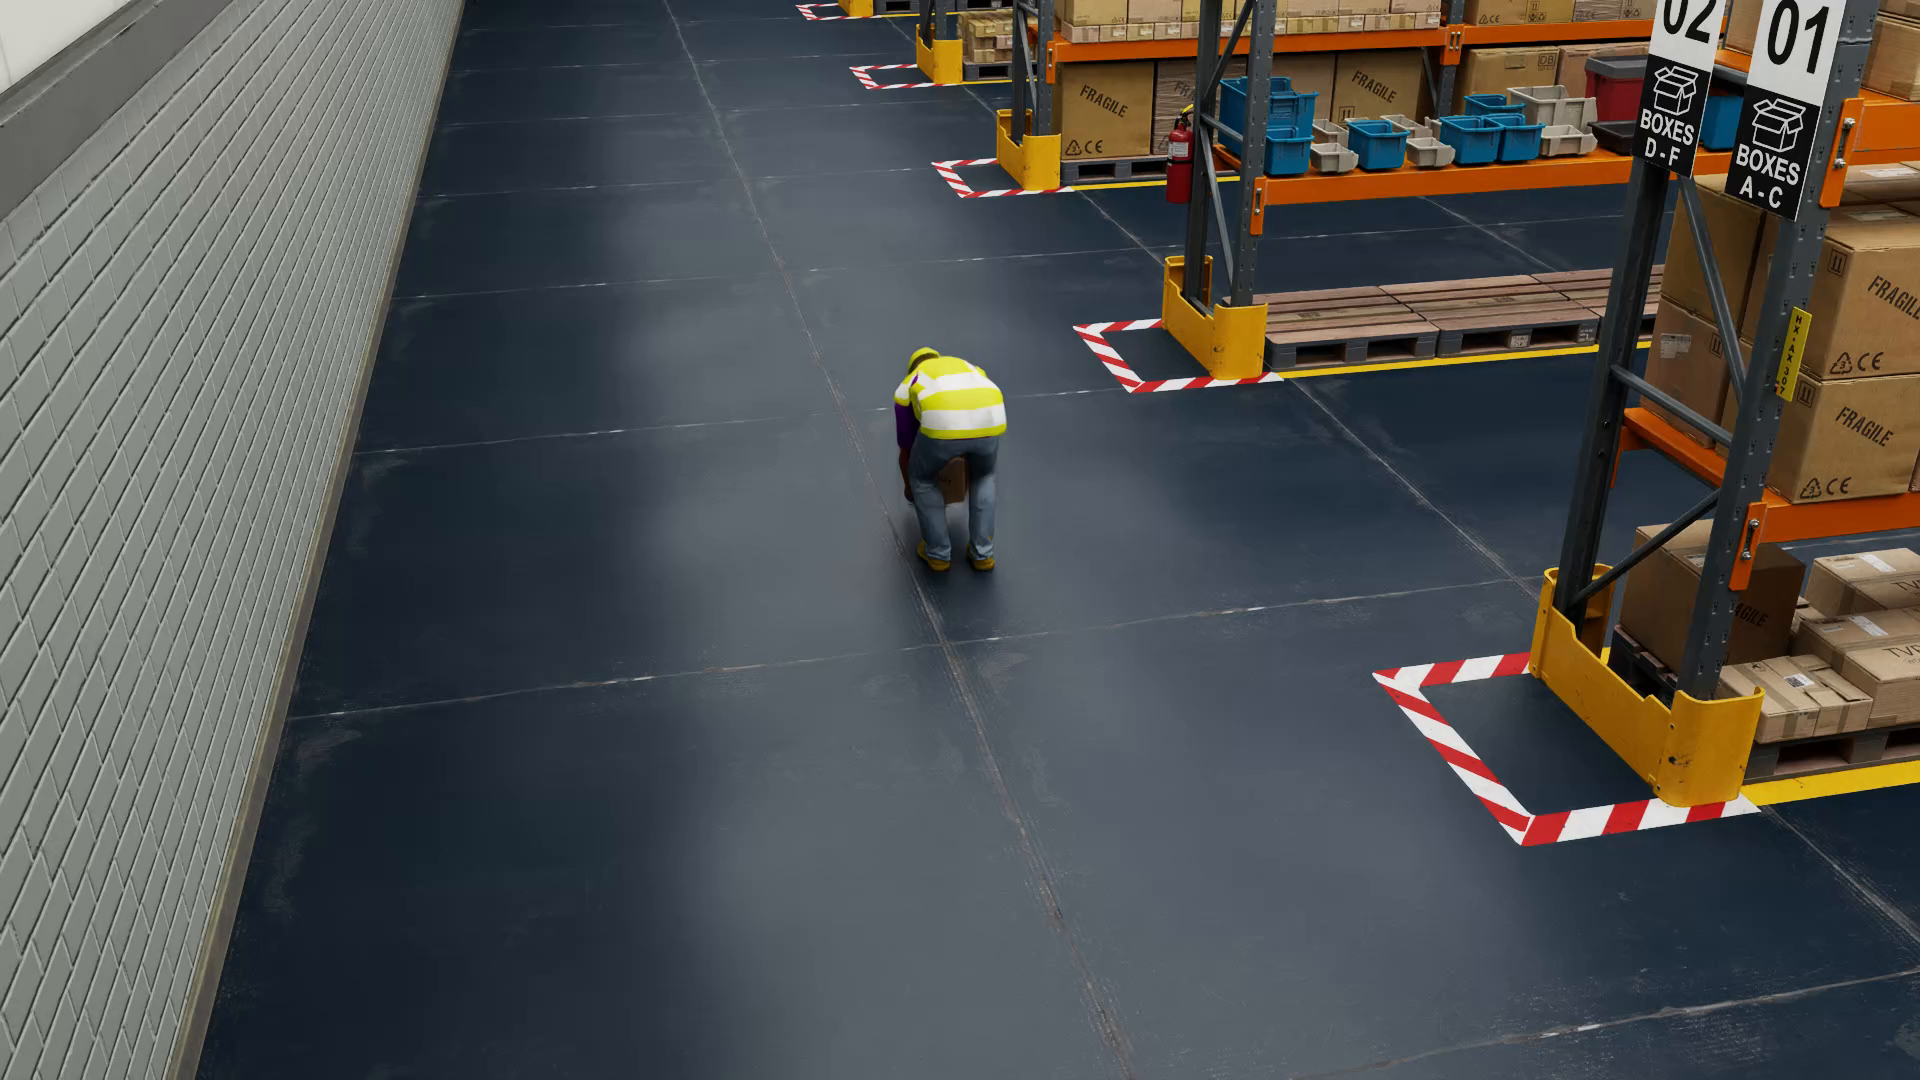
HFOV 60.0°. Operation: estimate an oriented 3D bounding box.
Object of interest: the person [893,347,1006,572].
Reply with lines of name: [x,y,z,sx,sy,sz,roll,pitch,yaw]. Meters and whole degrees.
person: [-0.081,-0.445,8.641,0.490,1.054,0.981,-7,27,-14]
